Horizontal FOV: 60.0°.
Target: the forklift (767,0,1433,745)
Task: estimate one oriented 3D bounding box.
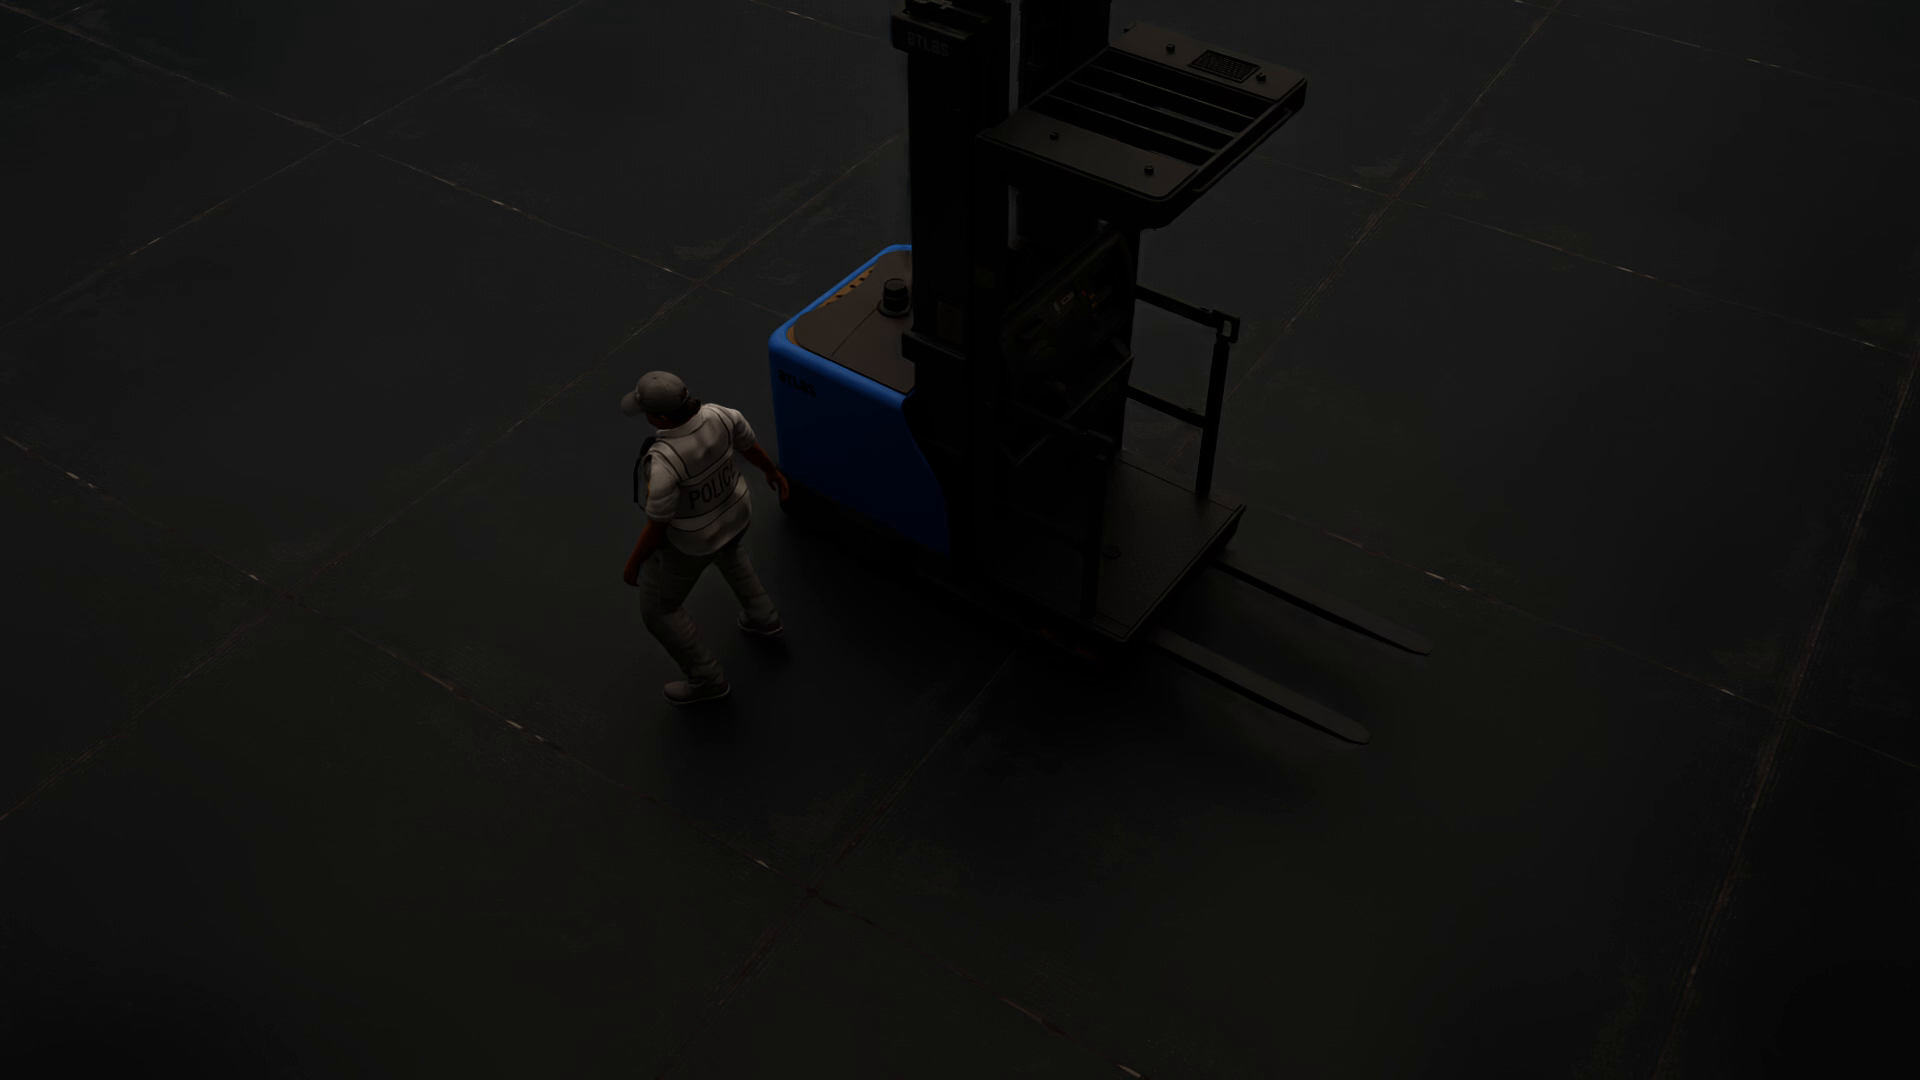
[{"bbox_3d":[0.618,-0.862,6.757,3.031,2.935,1.130,26,49,25],"label":"forklift"}]

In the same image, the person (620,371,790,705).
[{"bbox_3d":[-1.060,-0.090,6.935,0.460,1.595,0.807,28,50,26],"label":"person"}]
